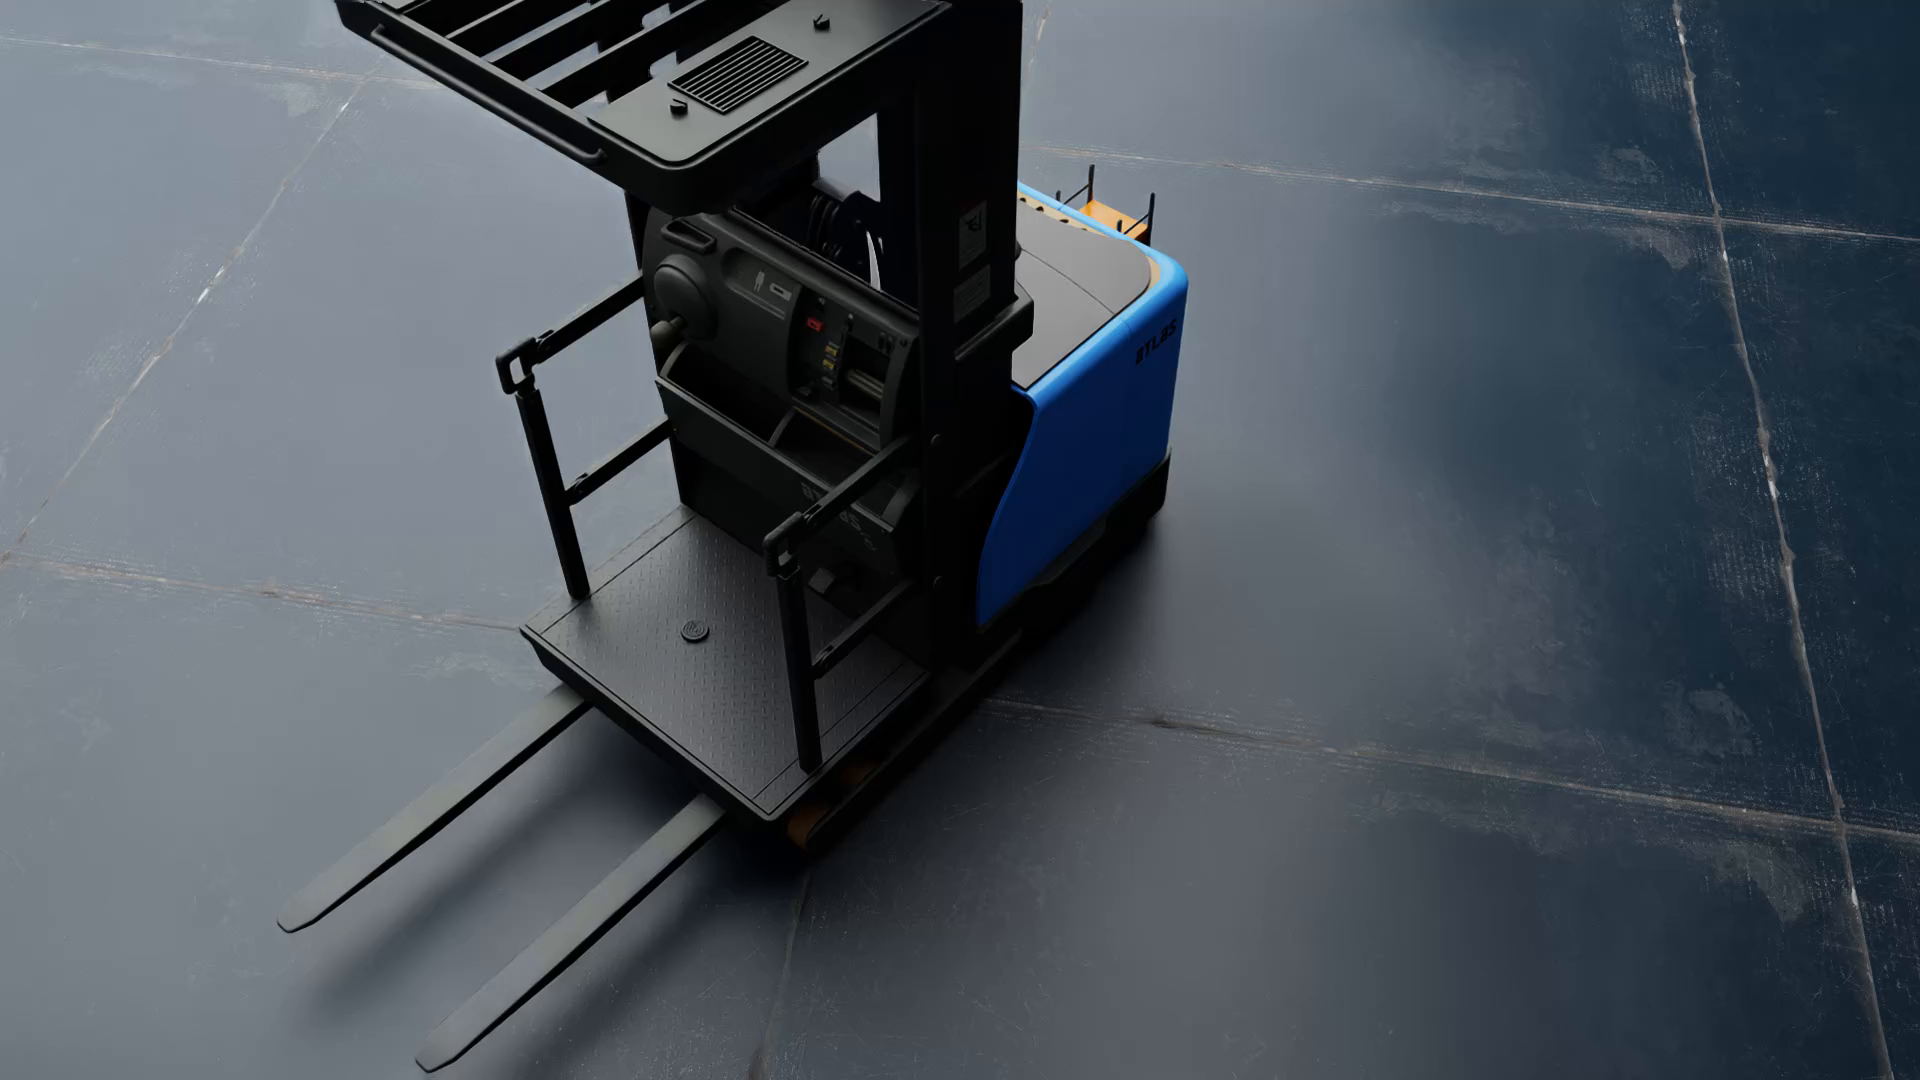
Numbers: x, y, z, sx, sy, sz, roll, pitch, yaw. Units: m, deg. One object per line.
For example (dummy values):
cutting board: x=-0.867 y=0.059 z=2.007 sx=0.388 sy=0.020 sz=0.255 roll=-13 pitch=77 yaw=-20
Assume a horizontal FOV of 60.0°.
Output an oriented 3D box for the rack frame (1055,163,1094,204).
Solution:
rack frame: x=0.374 y=-0.825 z=5.786 sx=0.008 sy=1.050 sz=0.200 roll=32 pitch=55 yaw=25

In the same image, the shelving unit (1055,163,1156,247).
shelving unit: x=0.468 y=-0.768 z=5.734 sx=0.252 sy=1.050 sz=0.215 roll=32 pitch=55 yaw=25

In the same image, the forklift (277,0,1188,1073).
forklift: x=-0.625 y=-0.491 z=4.221 sx=1.130 sy=2.935 sz=3.031 roll=32 pitch=56 yaw=26

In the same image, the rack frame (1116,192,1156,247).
rack frame: x=0.562 y=-0.710 z=5.682 sx=0.008 sy=1.050 sz=0.200 roll=32 pitch=55 yaw=25

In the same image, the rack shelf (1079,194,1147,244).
rack shelf: x=0.468 y=-0.950 z=5.531 sx=0.240 sy=0.259 sz=0.215 roll=32 pitch=55 yaw=25
